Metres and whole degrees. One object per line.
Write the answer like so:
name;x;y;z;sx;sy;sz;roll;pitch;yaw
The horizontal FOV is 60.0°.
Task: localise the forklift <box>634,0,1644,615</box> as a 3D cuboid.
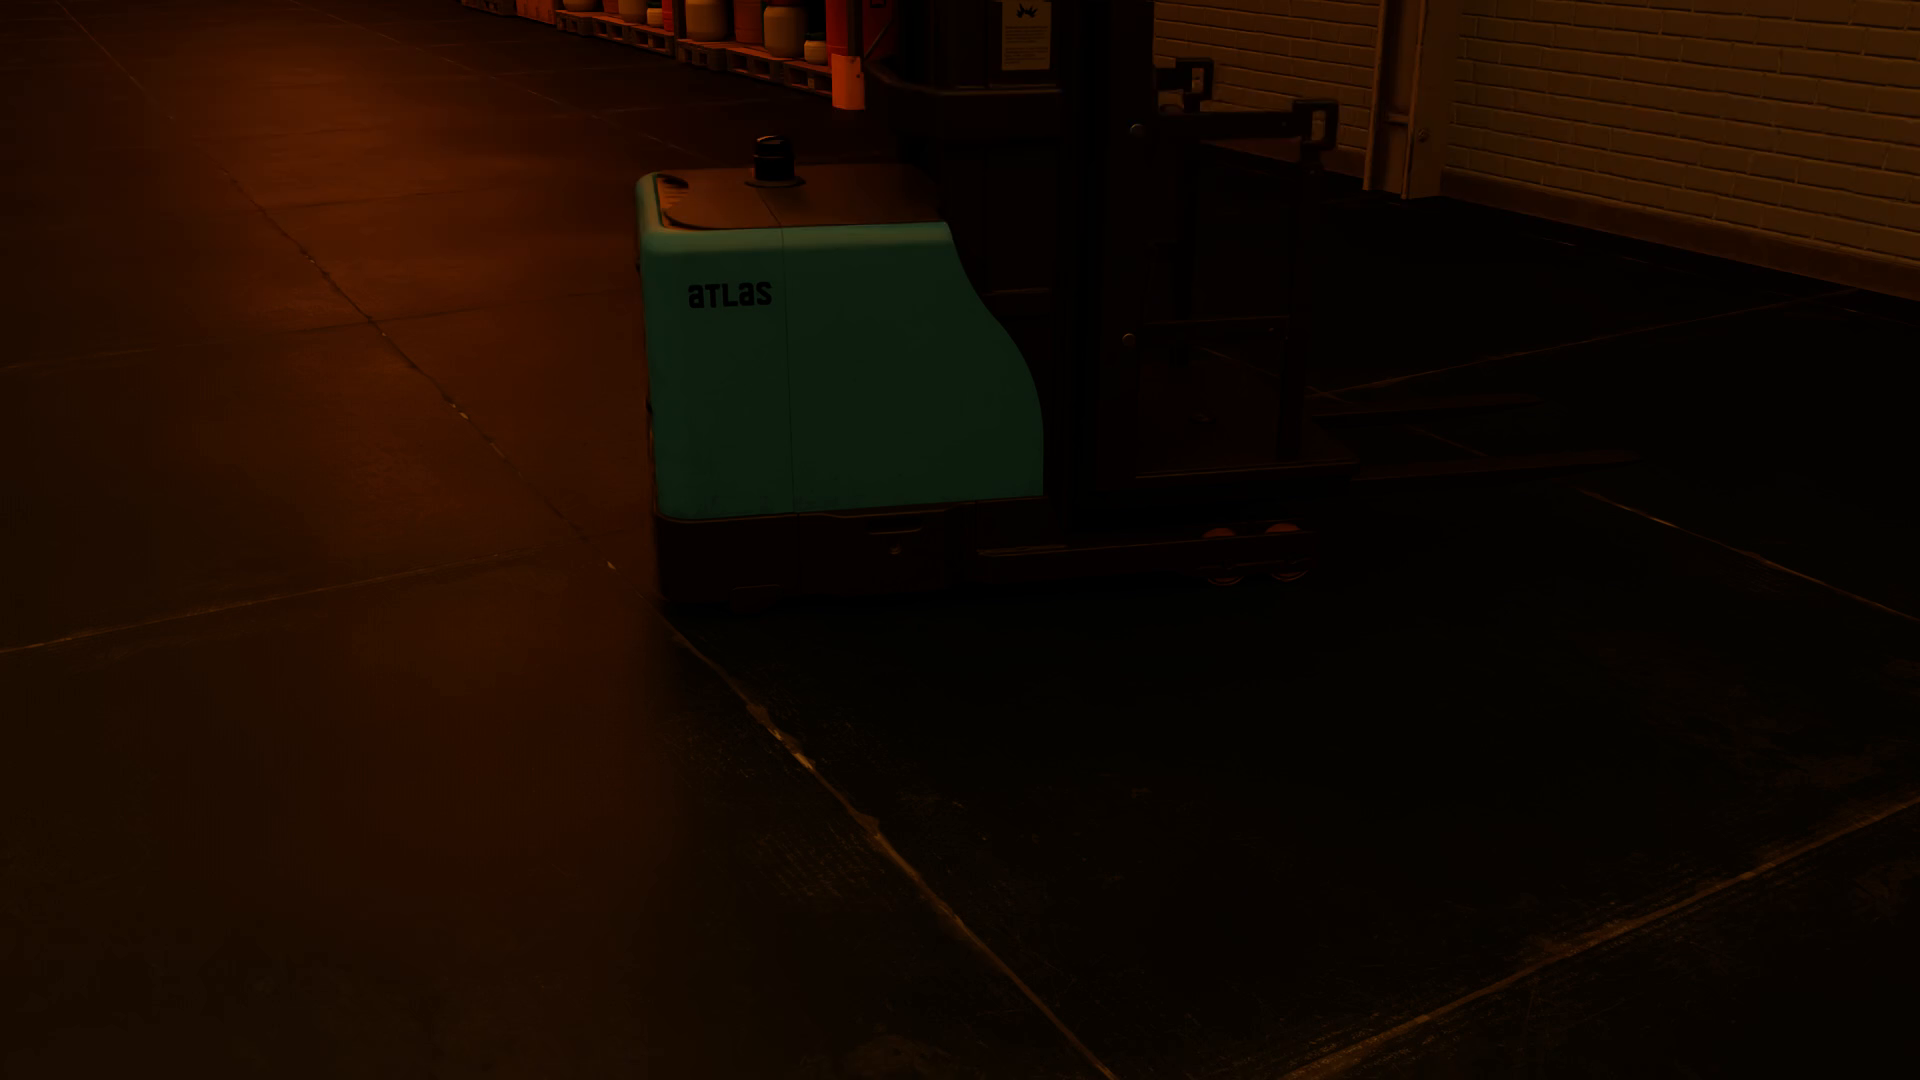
forklift;0.577;-1.415;4.721;3.031;2.935;1.130;-4;23;-10
